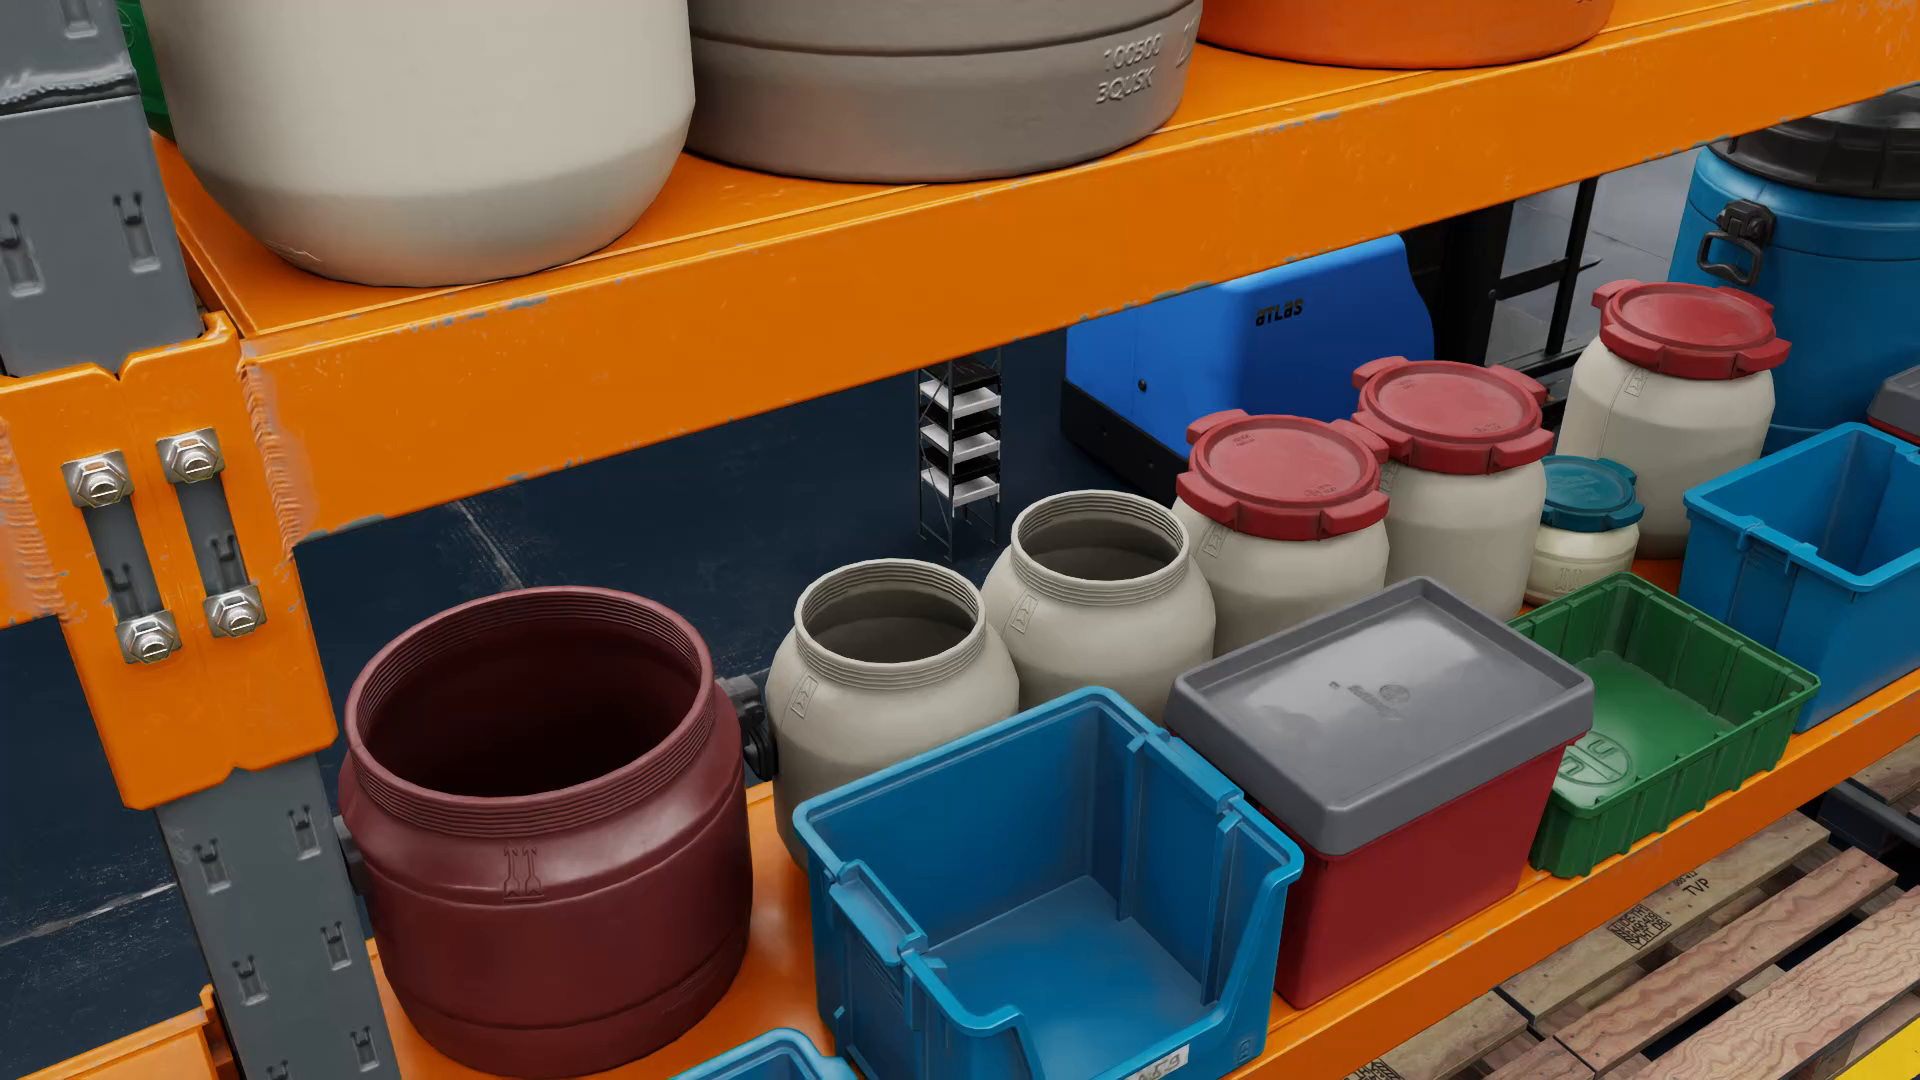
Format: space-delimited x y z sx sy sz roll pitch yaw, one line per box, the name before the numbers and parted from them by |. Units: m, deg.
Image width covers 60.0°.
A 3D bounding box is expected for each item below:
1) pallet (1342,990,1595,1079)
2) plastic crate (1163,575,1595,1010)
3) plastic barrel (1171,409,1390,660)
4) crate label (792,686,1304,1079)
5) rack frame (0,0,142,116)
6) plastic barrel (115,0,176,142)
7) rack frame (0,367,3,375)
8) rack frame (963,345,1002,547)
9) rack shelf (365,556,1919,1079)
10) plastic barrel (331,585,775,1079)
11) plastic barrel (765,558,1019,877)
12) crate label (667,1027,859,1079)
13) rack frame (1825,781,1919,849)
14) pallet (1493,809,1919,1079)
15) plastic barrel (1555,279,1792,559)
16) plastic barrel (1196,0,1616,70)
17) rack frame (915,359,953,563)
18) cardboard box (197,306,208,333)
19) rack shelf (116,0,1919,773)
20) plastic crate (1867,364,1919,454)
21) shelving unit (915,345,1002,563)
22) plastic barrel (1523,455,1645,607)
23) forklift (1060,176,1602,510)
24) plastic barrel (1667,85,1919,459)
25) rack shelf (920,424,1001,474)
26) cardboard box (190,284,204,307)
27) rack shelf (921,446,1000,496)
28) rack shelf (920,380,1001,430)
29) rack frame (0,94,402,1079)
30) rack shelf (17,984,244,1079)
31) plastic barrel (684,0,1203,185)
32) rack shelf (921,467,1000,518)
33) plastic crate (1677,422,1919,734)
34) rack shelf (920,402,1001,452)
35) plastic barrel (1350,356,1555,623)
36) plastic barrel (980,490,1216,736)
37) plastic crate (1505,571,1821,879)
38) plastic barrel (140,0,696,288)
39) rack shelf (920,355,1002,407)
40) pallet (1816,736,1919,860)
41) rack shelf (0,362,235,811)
pallet | 0.836 1.392 3.845 1.213 0.211 1.003 -19 37 -27
plastic crate | 0.663 0.413 2.724 0.583 0.464 0.402 -19 37 -27
plastic barrel | 0.598 0.072 3.197 0.433 0.535 0.433 0 32 0
crate label | 0.121 0.589 2.471 0.616 0.435 0.502 -19 37 -27
rack frame | -0.861 -1.767 0.617 0.127 3.000 1.000 -19 37 -27
plastic barrel | -0.681 -0.527 1.608 0.294 0.245 0.294 0 32 0
rack frame | -3.544 -1.451 5.739 0.127 3.000 1.000 -19 37 -27
rack frame | 0.079 -0.408 6.053 0.006 0.900 0.240 -19 37 -27
rack shelf | 0.820 0.496 3.326 4.000 0.370 1.077 -19 37 -27
plastic barrel | -0.635 0.443 2.609 0.708 0.536 0.600 -19 37 -27
plastic barrel | -0.112 0.330 2.811 0.421 0.512 0.421 0 32 0
crate label | -0.304 0.887 2.189 0.416 0.233 0.303 -19 37 -27
rack frame | 2.501 -0.386 4.051 0.127 3.000 1.000 -19 37 -27
pallet | 1.862 1.038 4.407 1.213 0.211 1.003 -19 37 -27
plastic barrel | 1.578 -0.265 3.732 0.433 0.535 0.433 0 32 0
plastic barrel | 0.497 -1.009 1.825 0.708 0.830 0.600 -19 37 -27
rack frame | -0.092 -0.349 5.960 0.006 0.900 0.240 -19 37 -27
cardboard box | -2.992 -0.782 6.609 0.500 0.500 0.700 -21 38 -30
rack shelf | 0.820 -0.772 2.526 4.000 0.370 1.077 -19 37 -27
plastic crate | 2.260 -0.136 3.594 0.583 0.464 0.402 -19 37 -27
shelving unit | -0.007 -0.378 6.006 0.210 0.900 0.258 -19 37 -27
plastic barrel | 1.306 -0.014 3.590 0.301 0.262 0.301 0 32 0
forklift | 1.934 -1.847 6.431 3.031 2.935 1.130 -18 37 -26
plastic barrel | 2.012 -0.622 3.955 0.708 0.901 0.600 -19 37 -27
rack shelf | -0.007 -0.350 6.024 0.200 0.077 0.258 -19 37 -27
cardboard box | -2.998 -1.104 6.417 0.500 0.250 0.500 -17 36 -25
rack shelf | -0.007 -0.274 6.072 0.200 0.077 0.258 -19 37 -27
rack shelf | -0.007 -0.502 5.928 0.200 0.077 0.258 -19 37 -27
rack frame | -0.861 0.770 2.218 0.127 3.000 1.000 -19 37 -27
rack shelf | -2.542 1.653 1.493 4.000 0.370 1.077 -19 37 -27
plastic barrel | -0.053 -0.851 1.506 0.600 0.901 0.600 0 32 0
rack shelf | -0.007 -0.198 6.120 0.200 0.077 0.258 -19 37 -27
plastic crate | 1.742 0.079 3.328 0.575 0.384 0.392 -19 37 -27
rack shelf | -0.007 -0.426 5.976 0.200 0.077 0.258 -19 37 -27
plastic barrel | 0.962 -0.053 3.396 0.433 0.535 0.433 0 32 0
plastic barrel | 0.242 0.208 3.004 0.421 0.512 0.421 0 32 0
plastic crate | 1.190 0.333 3.109 0.662 0.188 0.450 -19 37 -27
plastic barrel | -0.434 -0.498 1.312 0.421 0.512 0.421 0 32 0
rack shelf | -0.007 -0.578 5.880 0.200 0.077 0.258 -19 37 -27
pallet | 3.088 0.618 5.073 1.213 0.211 1.003 -19 37 -27
rack shelf | -2.542 0.384 0.693 4.000 0.370 1.077 -19 37 -27
